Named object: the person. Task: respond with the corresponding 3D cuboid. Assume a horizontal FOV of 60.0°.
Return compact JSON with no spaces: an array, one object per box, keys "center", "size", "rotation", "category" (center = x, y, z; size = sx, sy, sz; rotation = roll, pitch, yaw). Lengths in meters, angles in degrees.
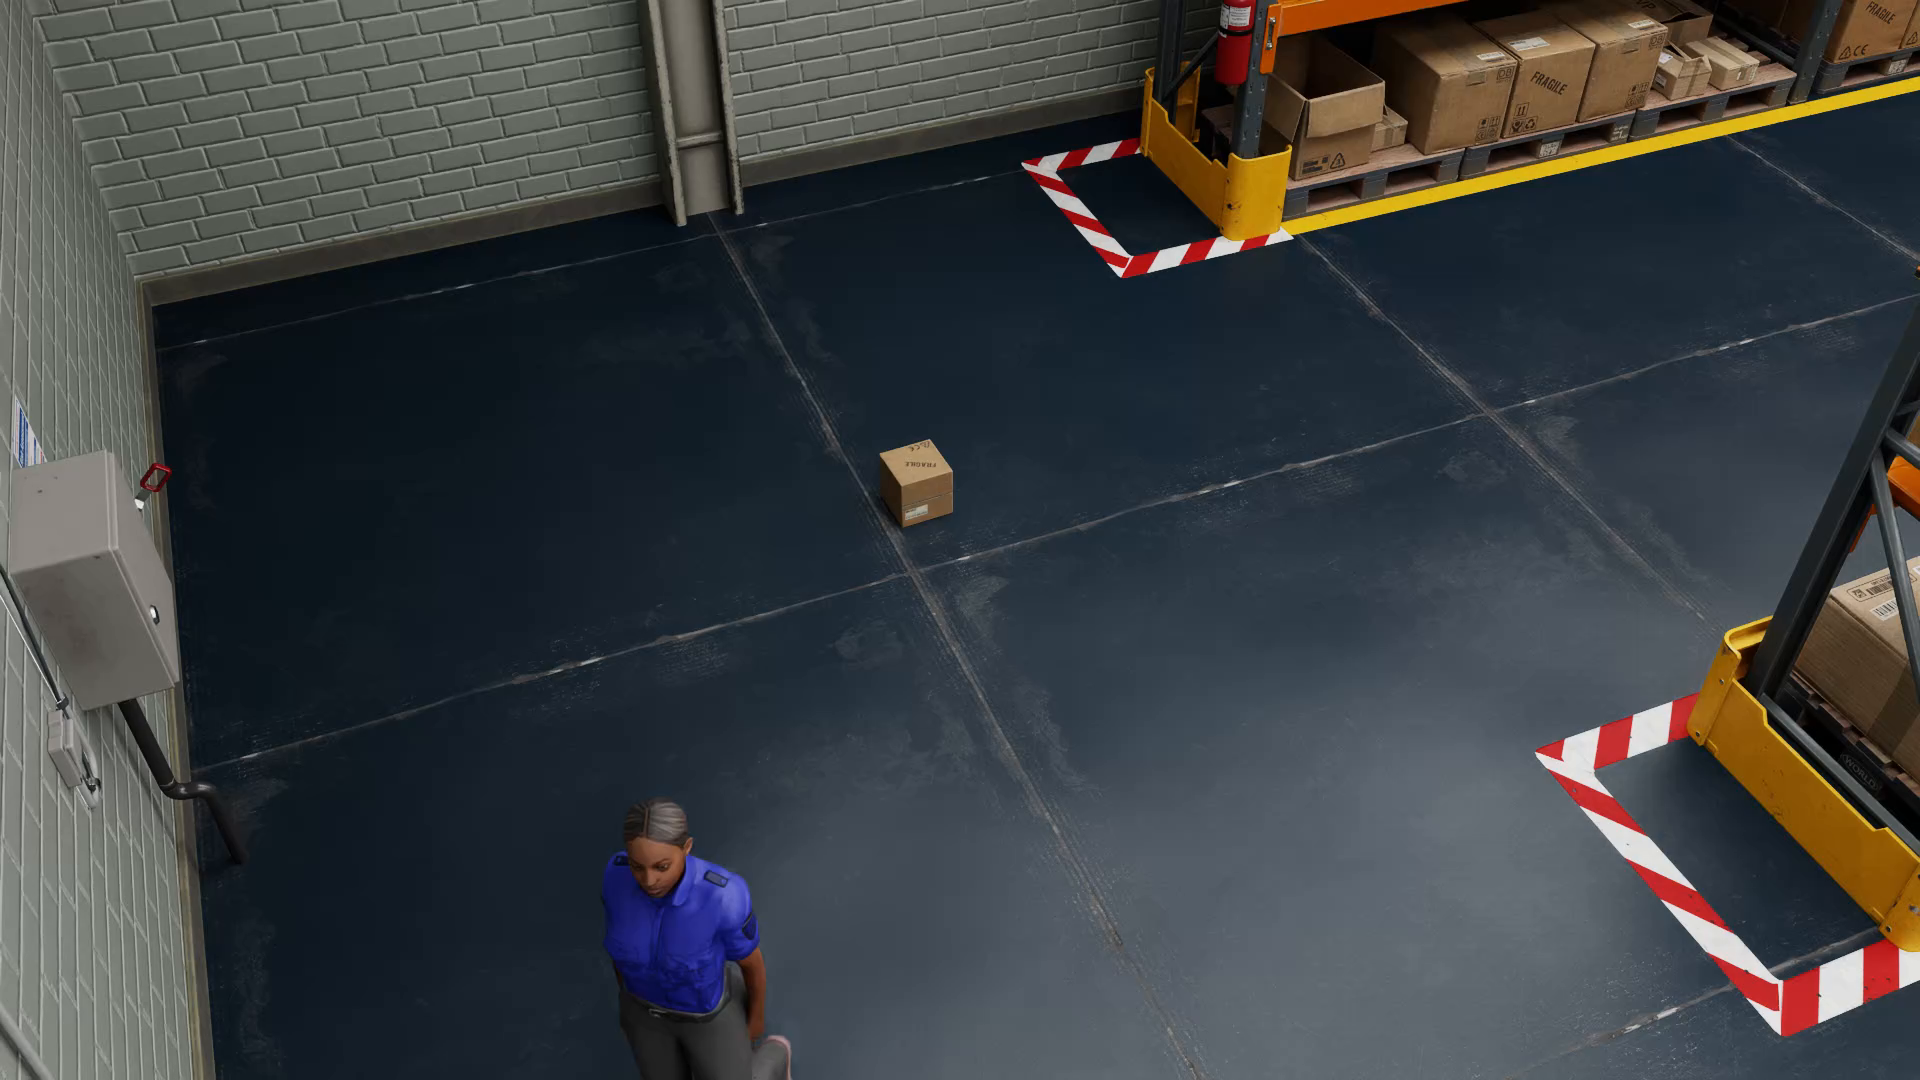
[{"center":[-0.751,1.292,4.698],"size":[0.446,1.642,0.525],"rotation":[11,43,12],"category":"person"}]
